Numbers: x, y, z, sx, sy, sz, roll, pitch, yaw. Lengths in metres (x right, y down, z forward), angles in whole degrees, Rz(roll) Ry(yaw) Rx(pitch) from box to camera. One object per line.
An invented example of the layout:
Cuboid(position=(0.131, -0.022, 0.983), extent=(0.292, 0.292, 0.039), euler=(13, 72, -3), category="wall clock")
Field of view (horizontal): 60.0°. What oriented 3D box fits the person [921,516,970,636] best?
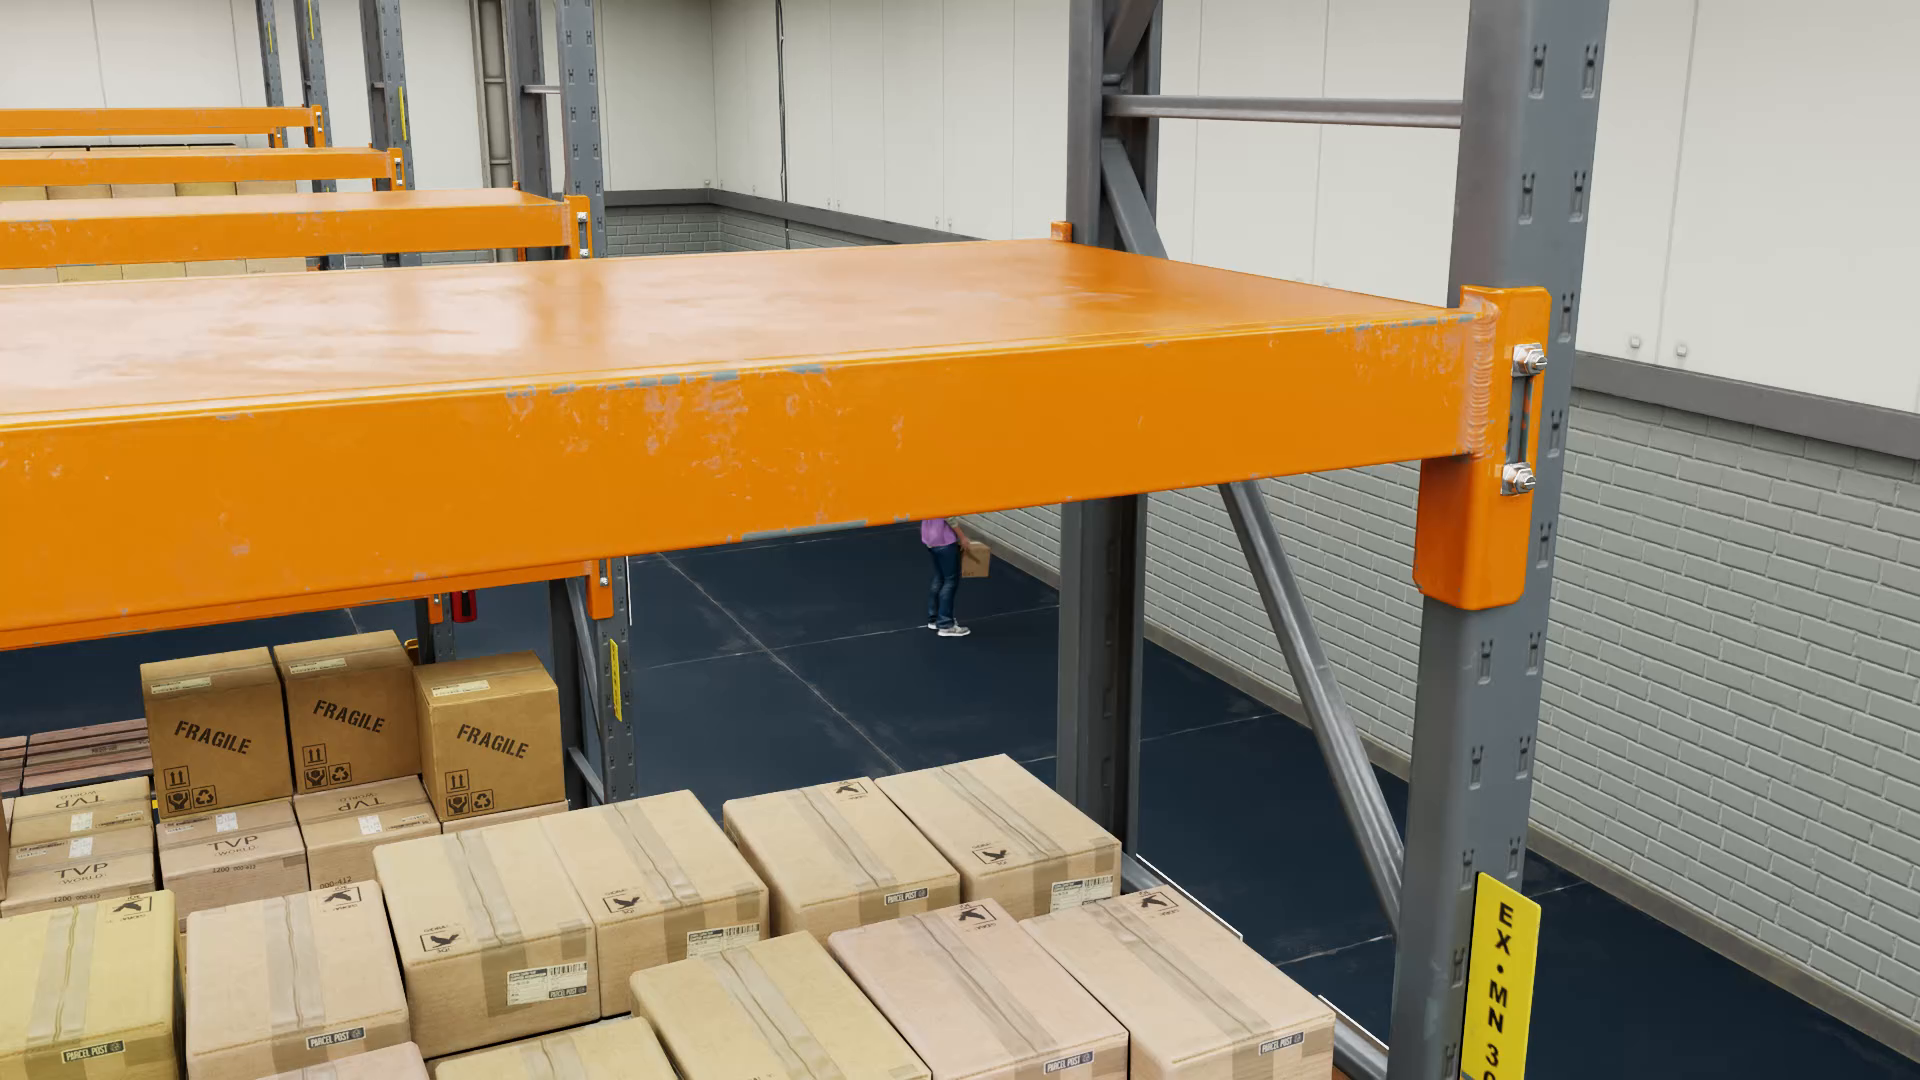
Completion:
Cuboid(position=(-0.136, 0.011, 14.014), extent=(0.347, 1.587, 0.447), euler=(-7, 17, -23), category="person")
